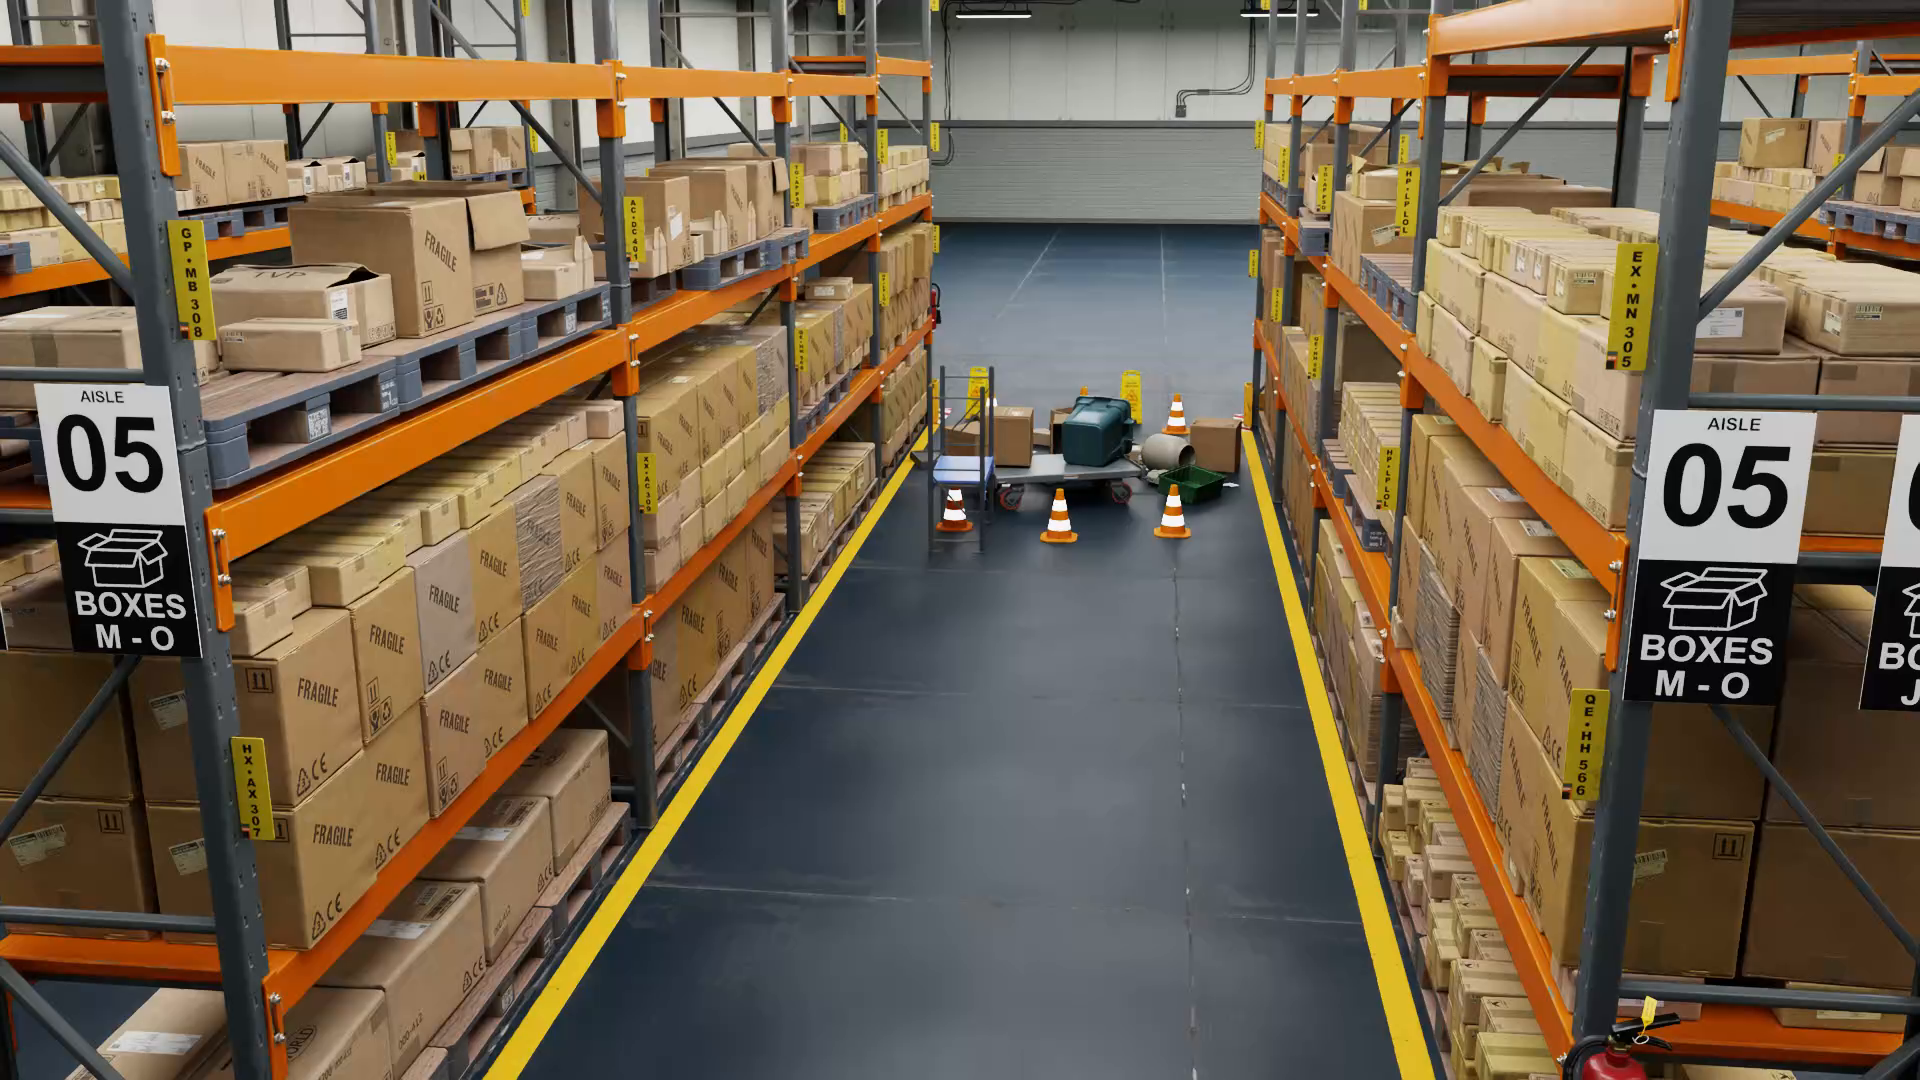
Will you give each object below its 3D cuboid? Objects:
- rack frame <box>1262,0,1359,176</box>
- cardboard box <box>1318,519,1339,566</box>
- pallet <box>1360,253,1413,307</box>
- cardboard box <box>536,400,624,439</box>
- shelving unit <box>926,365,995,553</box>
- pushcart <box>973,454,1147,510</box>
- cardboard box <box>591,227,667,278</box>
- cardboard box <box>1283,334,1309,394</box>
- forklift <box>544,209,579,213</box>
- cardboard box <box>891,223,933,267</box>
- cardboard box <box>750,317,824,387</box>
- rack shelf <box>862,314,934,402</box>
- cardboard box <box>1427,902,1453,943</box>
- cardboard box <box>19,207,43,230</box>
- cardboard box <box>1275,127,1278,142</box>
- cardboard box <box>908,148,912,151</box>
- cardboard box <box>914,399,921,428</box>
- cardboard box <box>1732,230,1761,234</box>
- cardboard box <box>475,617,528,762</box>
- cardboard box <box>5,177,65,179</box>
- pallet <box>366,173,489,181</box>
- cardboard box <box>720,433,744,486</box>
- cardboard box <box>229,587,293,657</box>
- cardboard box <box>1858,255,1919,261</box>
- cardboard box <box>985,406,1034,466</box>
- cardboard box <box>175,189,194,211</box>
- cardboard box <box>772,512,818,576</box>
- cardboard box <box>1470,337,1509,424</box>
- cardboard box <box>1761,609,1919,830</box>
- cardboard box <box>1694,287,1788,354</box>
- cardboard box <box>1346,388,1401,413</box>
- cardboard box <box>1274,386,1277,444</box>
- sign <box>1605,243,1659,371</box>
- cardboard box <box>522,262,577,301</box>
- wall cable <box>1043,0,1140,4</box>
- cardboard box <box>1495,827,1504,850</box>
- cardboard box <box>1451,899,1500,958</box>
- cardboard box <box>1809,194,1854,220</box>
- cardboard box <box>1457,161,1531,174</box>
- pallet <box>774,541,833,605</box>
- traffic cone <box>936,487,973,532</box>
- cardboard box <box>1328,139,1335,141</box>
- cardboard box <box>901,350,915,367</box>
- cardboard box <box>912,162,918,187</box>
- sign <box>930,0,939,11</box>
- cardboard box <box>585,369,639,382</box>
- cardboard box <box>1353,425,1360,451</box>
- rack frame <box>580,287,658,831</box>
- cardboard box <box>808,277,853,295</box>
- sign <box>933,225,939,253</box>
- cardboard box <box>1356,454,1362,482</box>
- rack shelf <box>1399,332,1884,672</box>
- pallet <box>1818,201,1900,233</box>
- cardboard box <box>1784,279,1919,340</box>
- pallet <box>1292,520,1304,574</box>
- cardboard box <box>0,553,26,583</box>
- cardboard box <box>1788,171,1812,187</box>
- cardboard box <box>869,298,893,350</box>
[{"bbox_3d":[4.079,-5.746,19.262,1.000,3.000,0.127,2,15,6],"label":"rack frame"},{"bbox_3d":[2.858,0.038,11.910,0.500,0.250,0.500,1,15,4],"label":"cardboard box"},{"bbox_3d":[3.015,-1.522,9.744,1.213,0.211,1.003,2,15,6],"label":"pallet"},{"bbox_3d":[-1.923,-0.613,8.419,0.380,0.149,0.250,1,15,5],"label":"cardboard box"},{"bbox_3d":[0.017,-0.751,15.127,0.538,1.500,1.048,1,16,5],"label":"shelving unit"},{"bbox_3d":[0.969,-0.613,16.792,1.648,0.377,0.936,-4,16,-13],"label":"pushcart"},{"bbox_3d":[-1.800,-1.563,8.990,0.396,0.266,0.258,2,15,6],"label":"cardboard box"},{"bbox_3d":[3.245,-1.602,15.236,0.500,0.500,0.500,2,15,7],"label":"cardboard box"},{"bbox_3d":[-3.677,-1.742,16.077,1.130,2.935,3.031,-10,18,-32],"label":"forklift"},{"bbox_3d":[-0.691,-3.506,19.791,0.700,0.500,0.500,1,15,5],"label":"cardboard box"},{"bbox_3d":[-1.421,-1.535,13.614,0.500,0.500,0.500,2,15,9],"label":"cardboard box"},{"bbox_3d":[-1.076,-2.104,18.663,1.077,0.370,4.000,2,15,6],"label":"rack shelf"},{"bbox_3d":[2.256,1.713,7.255,0.380,0.149,0.250,2,15,6],"label":"cardboard box"},{"bbox_3d":[-6.652,-2.246,11.588,0.380,0.149,0.250,2,15,7],"label":"cardboard box"},{"bbox_3d":[3.524,-4.274,17.520,0.380,0.149,0.250,2,15,7],"label":"cardboard box"},{"bbox_3d":[-0.753,-4.388,18.940,0.380,0.149,0.250,2,15,7],"label":"cardboard box"},{"bbox_3d":[-0.741,-1.494,19.491,0.500,0.250,0.500,2,15,6],"label":"cardboard box"},{"bbox_3d":[8.663,-3.218,18.727,0.500,0.500,0.500,2,15,6],"label":"cardboard box"},{"bbox_3d":[-2.172,0.622,7.013,0.500,0.500,0.500,2,15,8],"label":"cardboard box"},{"bbox_3d":[-7.002,-2.665,12.565,0.380,0.149,0.250,1,15,4],"label":"cardboard box"},{"bbox_3d":[-6.023,-4.021,18.795,1.003,0.211,1.213,2,15,6],"label":"pallet"},{"bbox_3d":[-1.705,-0.530,10.792,0.500,0.250,0.500,1,15,5],"label":"cardboard box"},{"bbox_3d":[-2.341,0.252,5.223,0.380,0.149,0.250,2,15,7],"label":"cardboard box"},{"bbox_3d":[8.848,-2.424,15.793,0.500,0.500,0.500,2,15,6],"label":"cardboard box"},{"bbox_3d":[0.470,-1.047,16.713,0.500,0.500,0.500,2,15,6],"label":"cardboard box"},{"bbox_3d":[-6.344,-2.708,13.223,0.380,0.166,0.250,2,15,6],"label":"cardboard box"},{"bbox_3d":[-1.679,0.024,13.643,0.950,0.372,0.625,1,15,2],"label":"cardboard box"},{"bbox_3d":[2.223,-0.601,6.268,0.500,0.250,0.500,2,15,9],"label":"cardboard box"},{"bbox_3d":[2.588,0.516,4.918,0.500,0.500,0.500,2,15,6],"label":"cardboard box"},{"bbox_3d":[2.020,-0.605,4.560,0.380,0.149,0.250,2,15,6],"label":"cardboard box"},{"bbox_3d":[2.904,-0.960,11.592,0.380,0.149,0.250,1,15,5],"label":"cardboard box"},{"bbox_3d":[3.867,-1.385,17.891,0.875,0.875,0.875,2,15,7],"label":"cardboard box"},{"bbox_3d":[1.725,-0.598,4.271,0.100,0.325,0.005,2,15,6],"label":"sign"},{"bbox_3d":[-1.988,-1.192,7.650,0.380,0.149,0.250,2,15,8],"label":"cardboard box"},{"bbox_3d":[4.038,-17.327,49.649,3.097,2.526,0.112,2,15,6],"label":"wall cable"},{"bbox_3d":[2.173,1.064,6.048,0.380,0.149,0.250,1,15,4],"label":"cardboard box"},{"bbox_3d":[2.279,1.636,6.971,0.380,0.149,0.250,2,15,7],"label":"cardboard box"},{"bbox_3d":[8.337,-3.142,15.665,0.500,0.250,0.500,2,15,8],"label":"cardboard box"},{"bbox_3d":[3.264,-2.195,10.215,0.396,0.266,0.258,2,15,6],"label":"cardboard box"},{"bbox_3d":[-1.663,0.248,13.927,1.003,0.211,1.213,2,15,6],"label":"pallet"},{"bbox_3d":[-0.051,-0.345,15.640,0.336,0.463,0.334,2,15,6],"label":"traffic cone"},{"bbox_3d":[4.187,-4.226,18.105,0.500,0.250,0.500,2,15,6],"label":"cardboard box"},{"bbox_3d":[-0.719,-2.074,18.959,0.380,0.149,0.250,2,15,9],"label":"cardboard box"},{"bbox_3d":[-0.752,-4.083,18.576,0.500,0.250,0.500,2,15,8],"label":"cardboard box"},{"bbox_3d":[-0.301,-6.372,19.482,0.100,0.325,0.005,2,15,6],"label":"sign"},{"bbox_3d":[-2.276,-0.777,10.271,0.500,0.500,0.500,2,15,8],"label":"cardboard box"},{"bbox_3d":[2.839,-0.676,11.110,0.380,0.149,0.250,2,15,7],"label":"cardboard box"},{"bbox_3d":[-2.204,0.142,8.977,1.000,3.000,0.127,2,15,6],"label":"rack frame"},{"bbox_3d":[-1.194,-2.335,15.329,0.380,0.149,0.250,1,15,5],"label":"cardboard box"},{"bbox_3d":[-0.301,-3.660,20.215,0.100,0.325,0.005,2,15,6],"label":"sign"},{"bbox_3d":[2.809,-0.468,10.912,0.380,0.149,0.250,2,15,8],"label":"cardboard box"},{"bbox_3d":[2.500,-0.320,6.319,1.077,0.370,4.000,2,15,6],"label":"rack shelf"},{"bbox_3d":[8.369,-2.841,14.623,1.213,0.211,1.003,2,15,6],"label":"pallet"},{"bbox_3d":[2.583,-0.653,4.737,0.380,0.149,0.250,2,15,9],"label":"cardboard box"},{"bbox_3d":[3.481,0.053,14.650,1.003,0.211,1.213,2,15,6],"label":"pallet"},{"bbox_3d":[-6.745,0.191,11.538,0.380,0.149,0.250,2,15,6],"label":"cardboard box"},{"bbox_3d":[8.466,-3.573,16.494,0.380,0.149,0.250,2,15,8],"label":"cardboard box"},{"bbox_3d":[-0.975,-2.230,16.990,0.500,0.500,0.500,2,15,6],"label":"cardboard box"}]
